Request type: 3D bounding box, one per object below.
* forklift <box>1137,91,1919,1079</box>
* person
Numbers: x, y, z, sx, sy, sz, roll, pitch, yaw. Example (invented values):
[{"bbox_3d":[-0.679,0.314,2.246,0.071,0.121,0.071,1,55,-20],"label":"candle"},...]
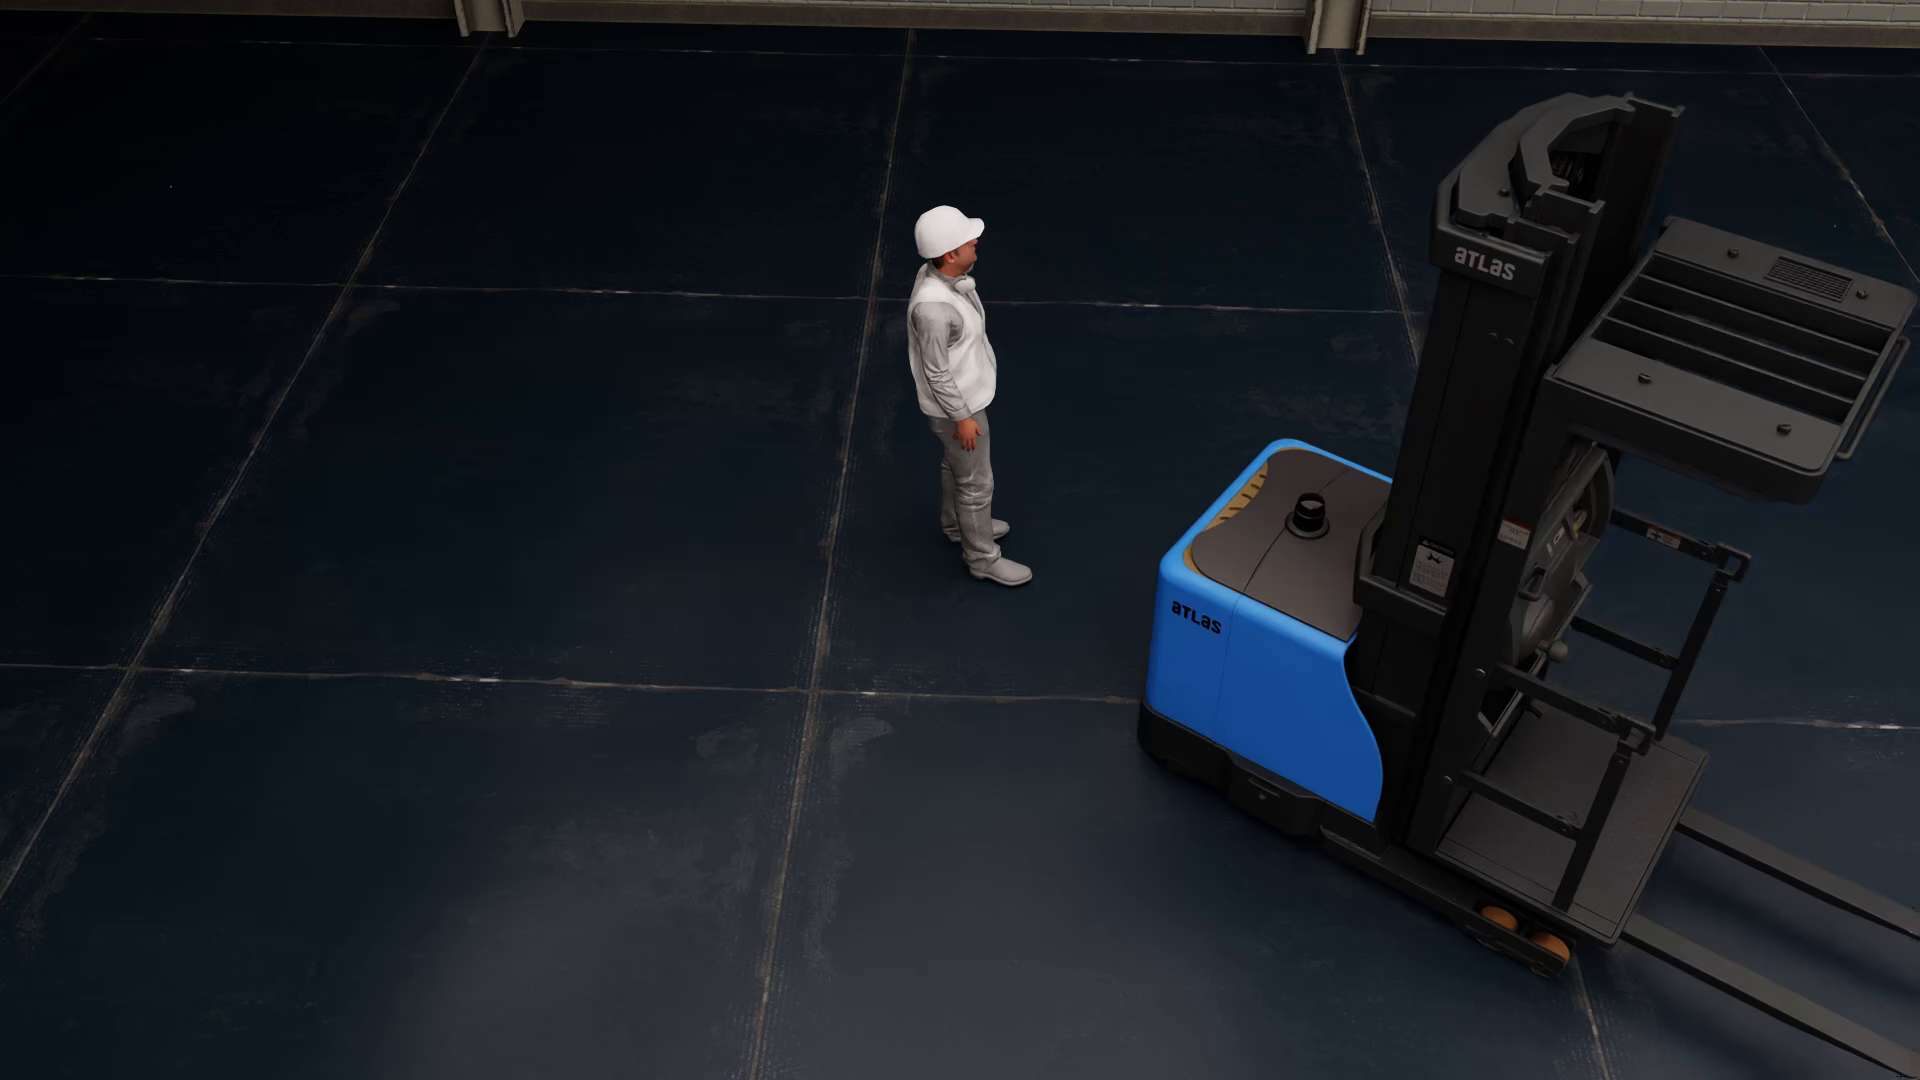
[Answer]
[{"bbox_3d":[2.226,0.119,5.612,3.031,2.935,1.130,26,48,26],"label":"forklift"},{"bbox_3d":[0.061,-0.653,7.305,0.568,1.773,0.632,2,42,2],"label":"person"}]
